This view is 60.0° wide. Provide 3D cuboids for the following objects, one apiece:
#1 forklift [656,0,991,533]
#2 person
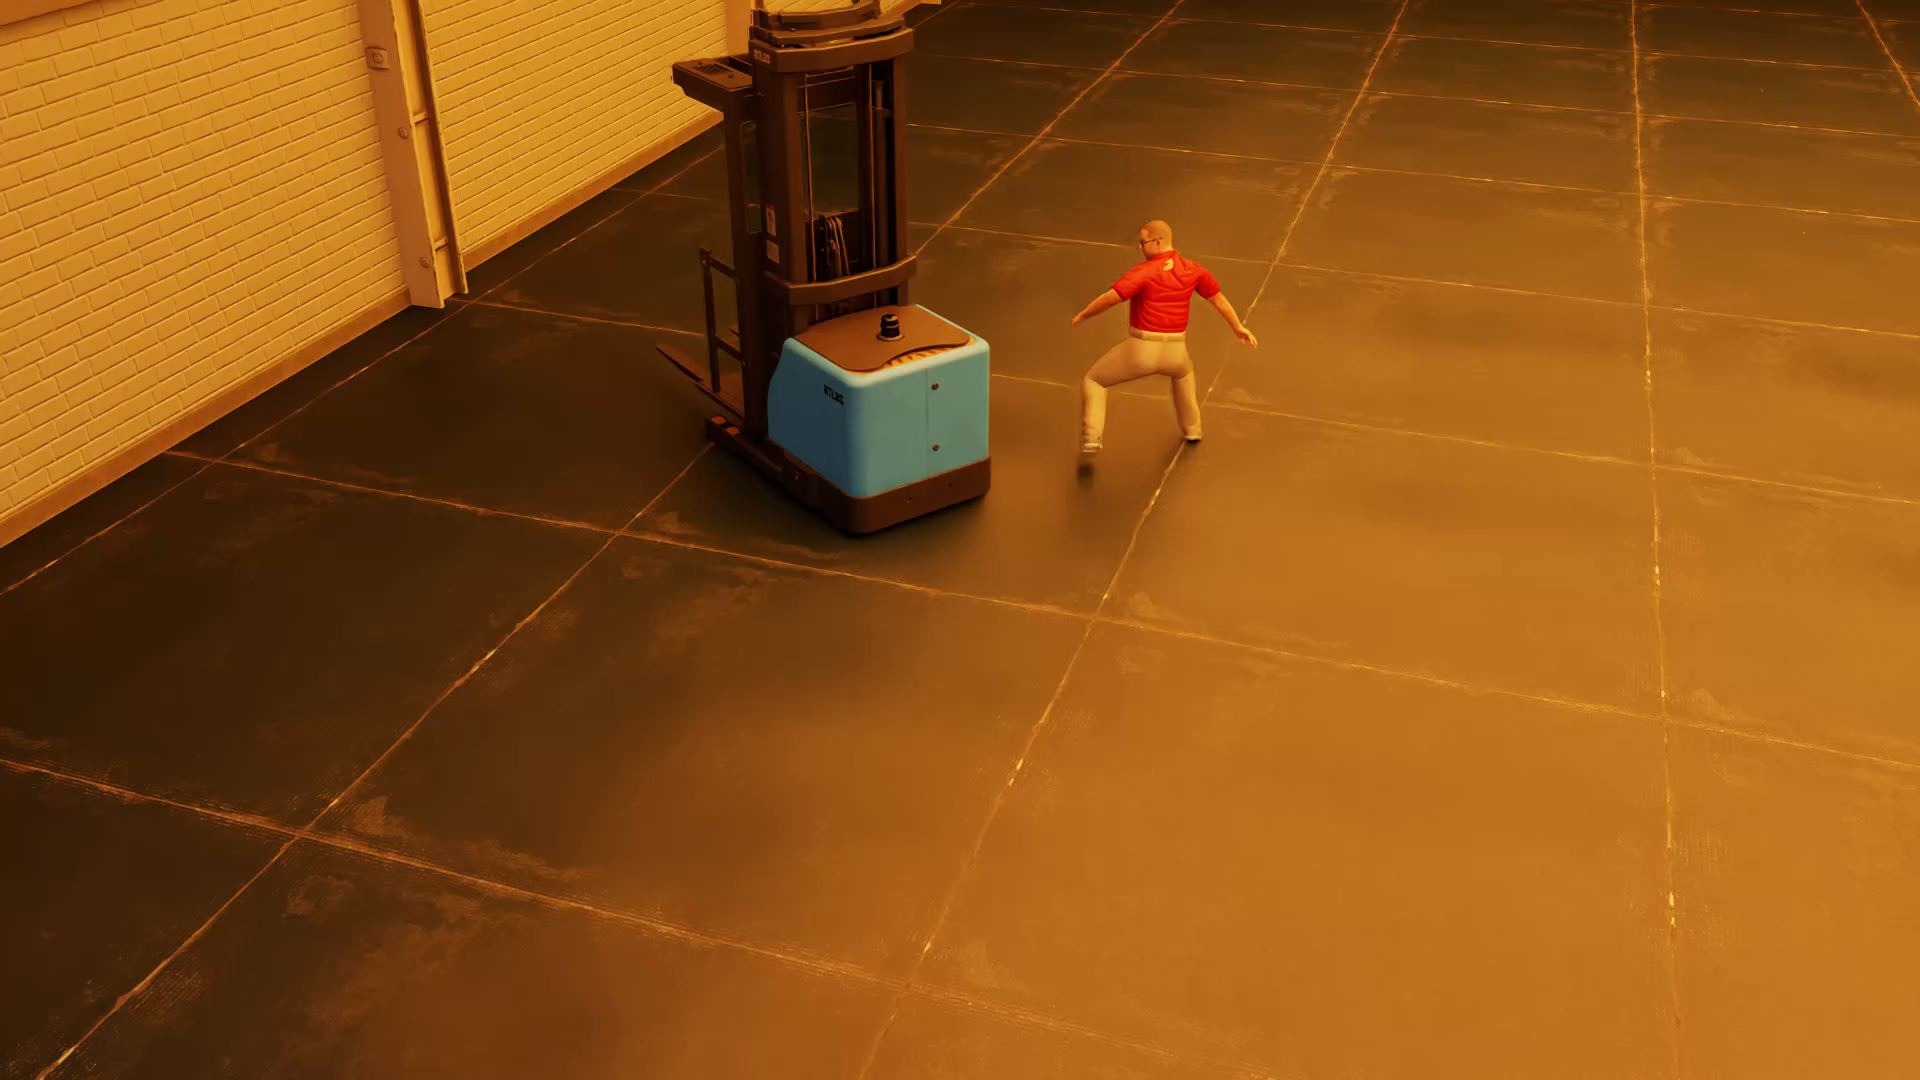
[{"bbox_3d":[-1.070,-1.990,10.627,1.130,2.935,3.031,-20,35,-30],"label":"forklift"},{"bbox_3d":[1.310,-1.270,10.825,1.194,1.643,0.508,-8,31,-14],"label":"person"}]
